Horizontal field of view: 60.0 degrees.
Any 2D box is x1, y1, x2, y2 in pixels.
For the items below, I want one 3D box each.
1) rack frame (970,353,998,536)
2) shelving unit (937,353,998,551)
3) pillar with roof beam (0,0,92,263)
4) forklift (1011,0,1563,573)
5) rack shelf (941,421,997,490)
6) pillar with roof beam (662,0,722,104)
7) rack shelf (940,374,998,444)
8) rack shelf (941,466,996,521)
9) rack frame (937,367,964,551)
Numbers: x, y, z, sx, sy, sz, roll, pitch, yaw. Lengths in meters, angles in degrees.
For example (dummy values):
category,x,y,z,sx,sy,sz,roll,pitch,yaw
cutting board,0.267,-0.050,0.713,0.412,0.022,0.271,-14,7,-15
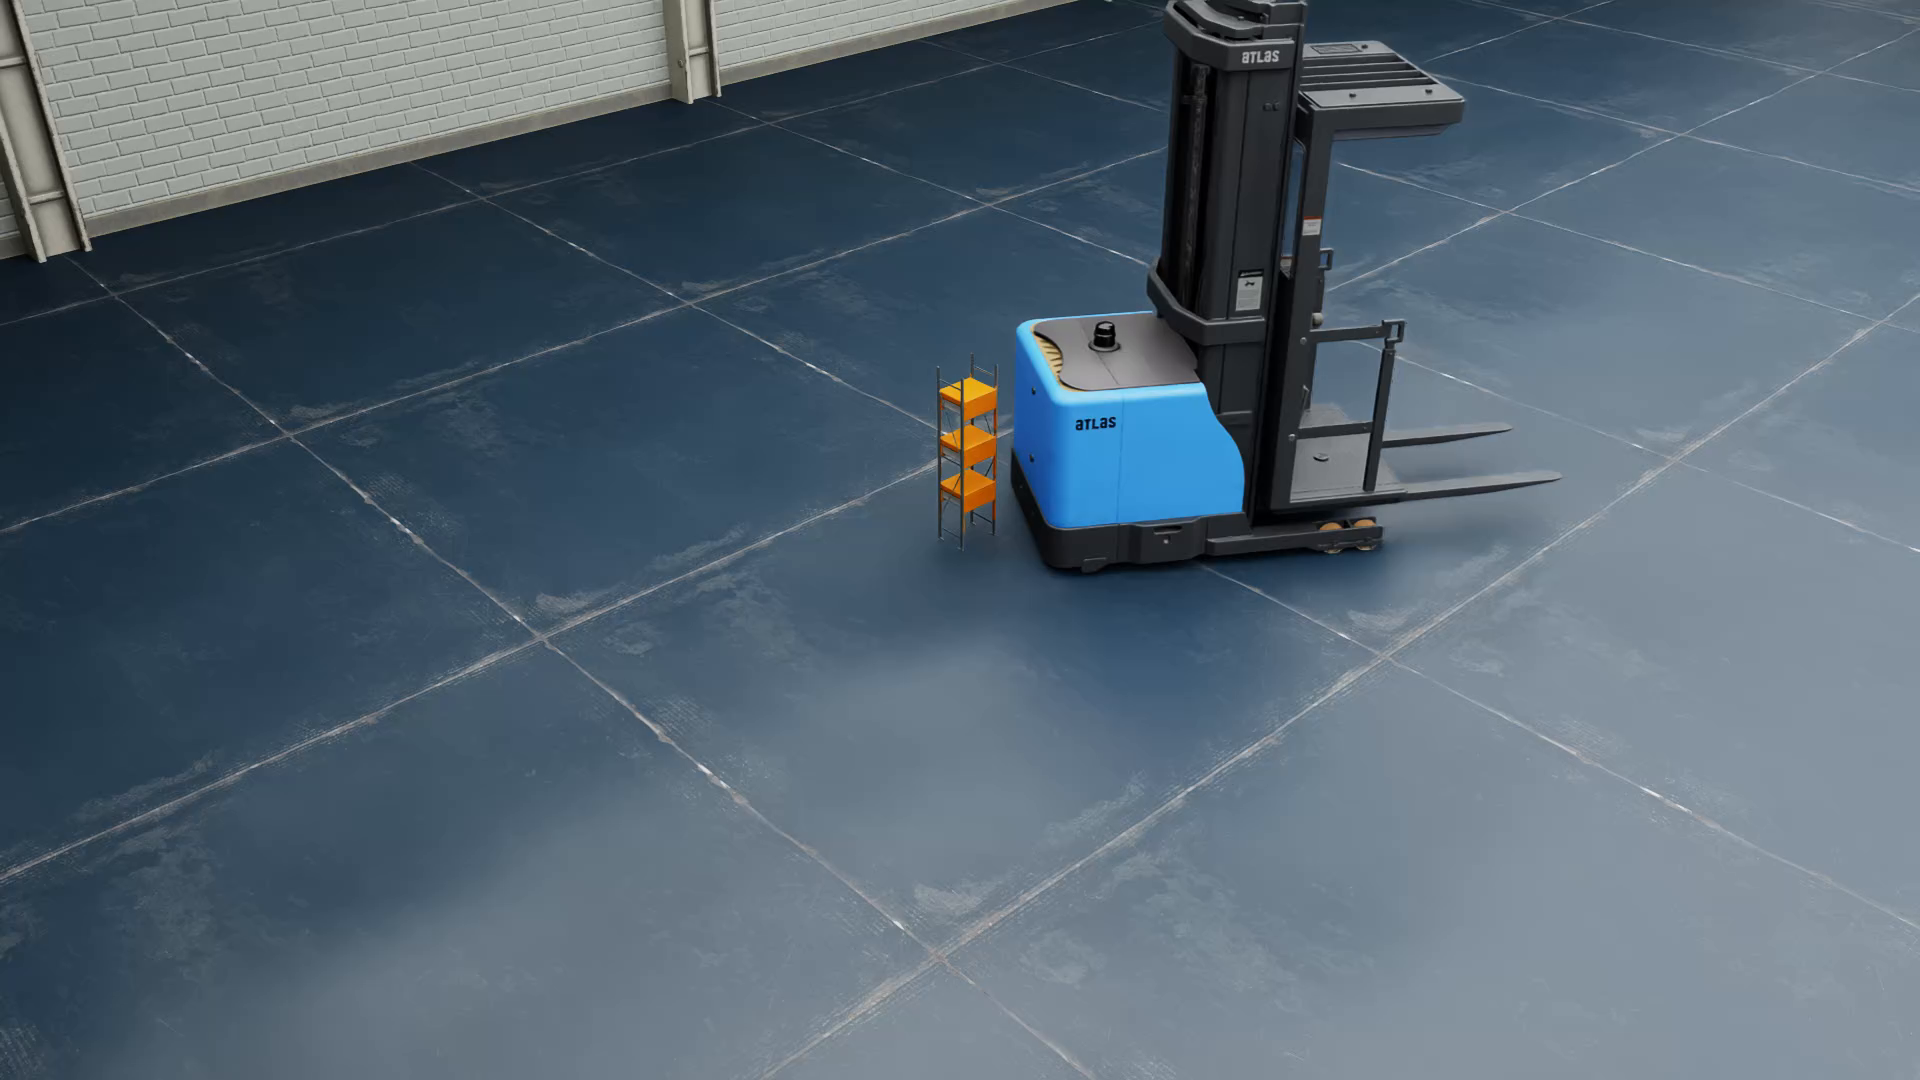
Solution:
category,x,y,z,sx,sy,sz,roll,pitch,yaw
rack frame,0.129,-0.510,9.078,0.008,1.050,0.200,-26,40,-35
shelving unit,0.039,-0.467,9.007,0.252,1.050,0.215,-26,40,-35
pillar with roof beam,-4.075,-4.440,7.885,0.400,9.000,9.100,-26,40,-35
forklift,1.862,-1.441,8.798,3.031,2.935,1.130,-6,32,-9
rack shelf,0.039,-0.458,9.013,0.240,0.259,0.215,-26,40,-35
pillar with roof beam,0.325,-6.568,11.366,0.400,9.000,9.100,-26,40,-35
rack shelf,0.039,-0.700,8.865,0.240,0.259,0.215,-26,40,-35
rack shelf,0.039,-0.221,9.158,0.240,0.259,0.215,-26,40,-35
rack frame,-0.050,-0.424,8.936,0.008,1.050,0.200,-26,40,-35
